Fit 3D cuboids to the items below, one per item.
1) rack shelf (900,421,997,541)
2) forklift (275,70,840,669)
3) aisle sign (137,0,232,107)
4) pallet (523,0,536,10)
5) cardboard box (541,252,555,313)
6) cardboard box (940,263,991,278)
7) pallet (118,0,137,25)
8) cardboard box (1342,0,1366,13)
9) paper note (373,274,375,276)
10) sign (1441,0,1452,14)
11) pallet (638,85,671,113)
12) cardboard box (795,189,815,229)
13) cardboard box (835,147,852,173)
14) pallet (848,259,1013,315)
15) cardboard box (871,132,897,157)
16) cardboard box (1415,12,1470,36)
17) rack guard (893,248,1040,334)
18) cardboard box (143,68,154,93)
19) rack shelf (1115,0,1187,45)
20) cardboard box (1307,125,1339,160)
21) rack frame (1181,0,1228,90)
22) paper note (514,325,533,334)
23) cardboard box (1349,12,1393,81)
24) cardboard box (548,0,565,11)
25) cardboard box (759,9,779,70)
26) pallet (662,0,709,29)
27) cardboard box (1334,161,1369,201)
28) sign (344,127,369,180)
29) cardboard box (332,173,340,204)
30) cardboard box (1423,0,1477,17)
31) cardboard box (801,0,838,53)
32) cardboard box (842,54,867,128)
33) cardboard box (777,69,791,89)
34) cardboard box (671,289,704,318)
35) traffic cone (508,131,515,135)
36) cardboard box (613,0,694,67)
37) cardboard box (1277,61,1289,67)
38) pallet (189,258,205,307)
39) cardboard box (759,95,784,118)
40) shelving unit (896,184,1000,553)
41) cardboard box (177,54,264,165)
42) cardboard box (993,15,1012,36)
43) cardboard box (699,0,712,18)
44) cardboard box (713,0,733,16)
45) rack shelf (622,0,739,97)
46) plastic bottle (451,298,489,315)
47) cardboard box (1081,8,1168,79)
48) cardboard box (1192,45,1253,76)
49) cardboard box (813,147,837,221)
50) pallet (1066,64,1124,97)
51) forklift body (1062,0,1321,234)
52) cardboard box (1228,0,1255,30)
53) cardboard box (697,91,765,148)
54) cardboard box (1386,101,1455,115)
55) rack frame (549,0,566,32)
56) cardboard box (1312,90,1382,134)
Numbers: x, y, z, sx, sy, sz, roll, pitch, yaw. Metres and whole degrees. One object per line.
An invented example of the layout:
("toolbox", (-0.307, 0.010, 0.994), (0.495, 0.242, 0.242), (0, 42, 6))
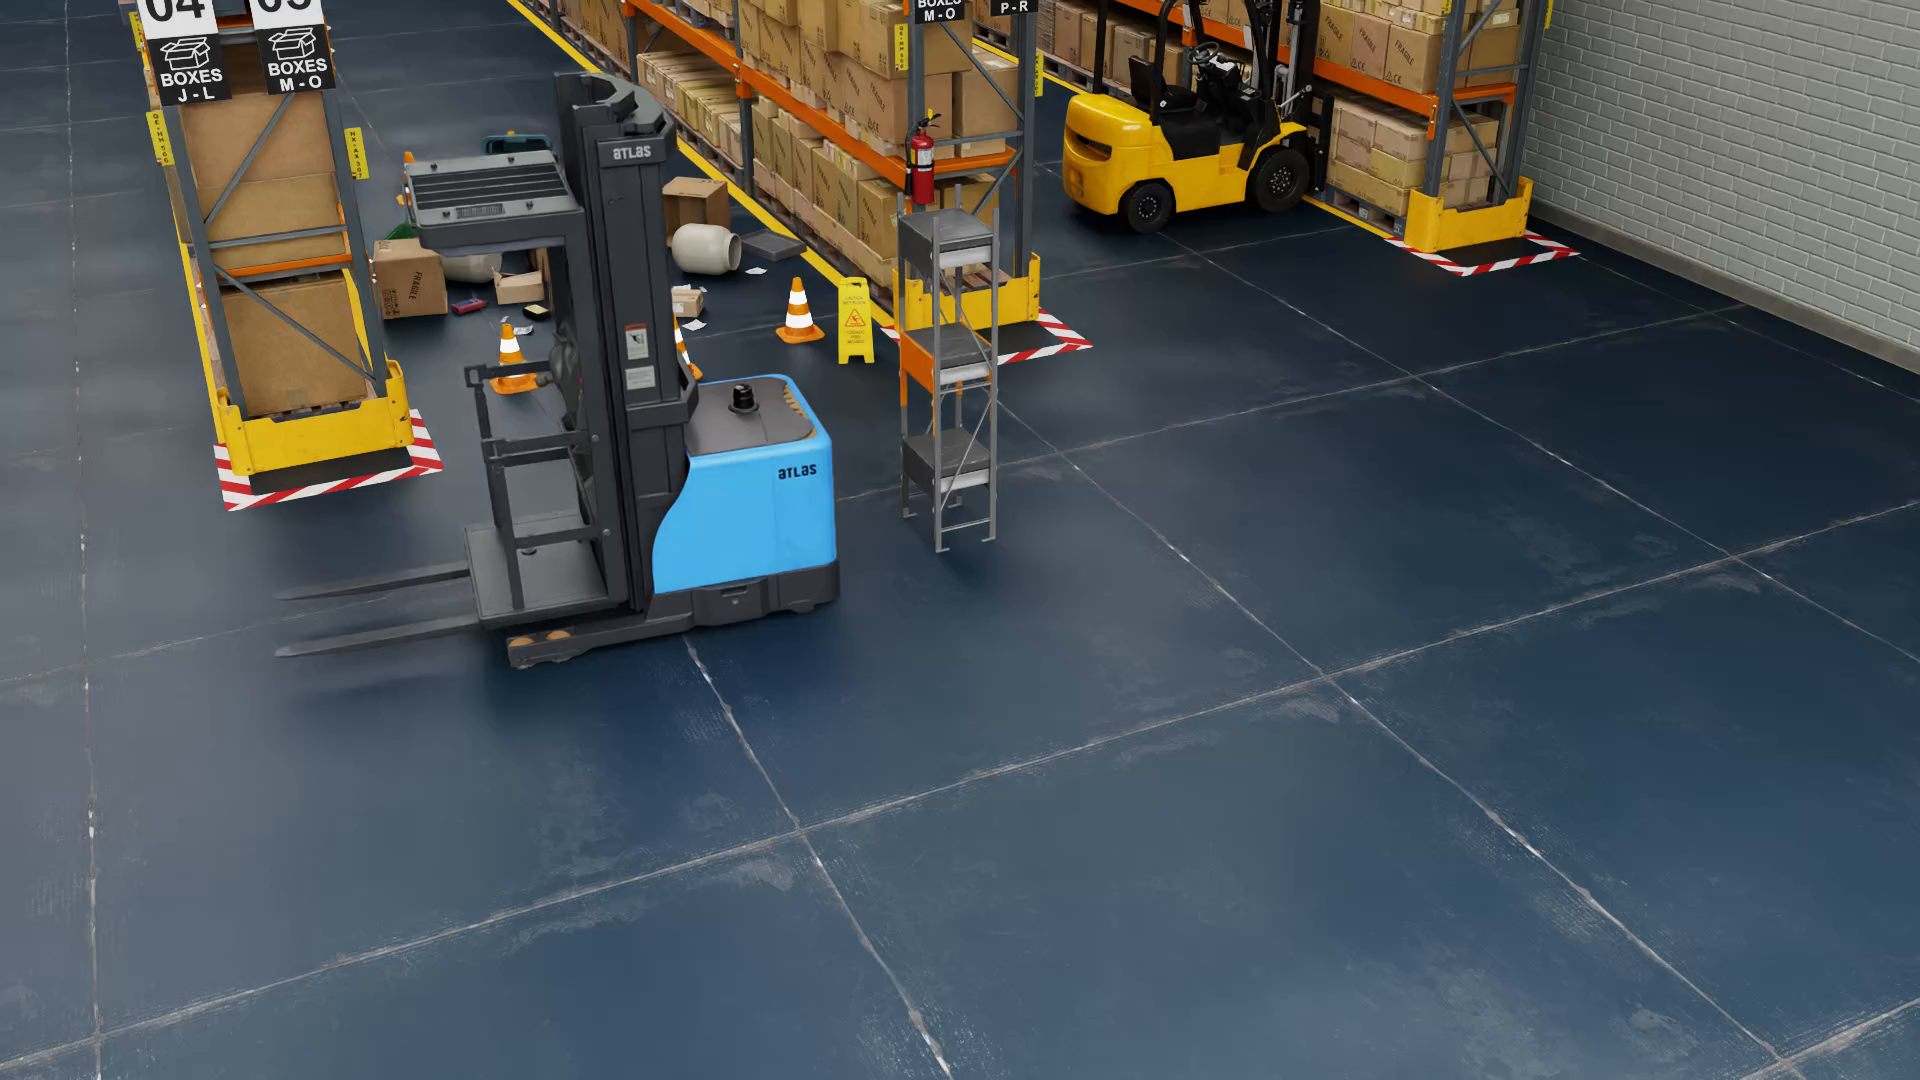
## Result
("rack shelf", (-0.071, -0.367, 10.189), (0.431, 0.518, 0.480), (-13, 32, -22))
("forklift", (-2.259, -0.875, 8.786), (3.031, 2.935, 1.130), (-10, 31, -17))
("aisle sign", (-4.579, -2.968, 9.791), (0.394, 0.787, 0.004), (-13, 32, -22))
("pallet", (-5.846, -7.989, 24.254), (1.003, 0.211, 1.213), (-13, 32, -22))
("cardboard box", (-2.952, -2.168, 13.575), (0.637, 0.503, 0.797), (13, 32, 21))
("cardboard box", (-0.007, -2.411, 13.837), (0.500, 0.250, 0.500), (-13, 32, -22))
("pallet", (-8.175, -5.671, 17.466), (1.213, 0.211, 1.003), (-13, 32, -22))
("cardboard box", (3.722, -4.931, 15.185), (0.380, 0.149, 0.250), (-14, 32, -24))
("paper note", (-4.949, -2.294, 14.282), (0.142, 0.020, 0.147), (13, 32, 21))
("sign", (4.074, -4.557, 13.857), (0.100, 0.325, 0.005), (-13, 32, -22))
("pallet", (-3.011, -4.985, 18.896), (1.003, 0.211, 1.213), (-13, 32, -22))
("cardboard box", (-1.149, -2.979, 14.850), (0.500, 0.250, 0.500), (-14, 32, -23))
("cardboard box", (-0.814, -3.165, 13.753), (0.380, 0.149, 0.250), (-13, 32, -21))
("pallet", (-0.260, -2.196, 13.923), (1.003, 0.211, 1.213), (-13, 32, -22))
("cardboard box", (-0.474, -3.112, 12.962), (0.380, 0.149, 0.250), (-13, 32, -23))
("cardboard box", (4.169, -4.477, 14.375), (0.380, 0.149, 0.250), (-13, 32, -21))
("rack guard", (0.056, -1.956, 13.200), (1.175, 0.500, 0.348), (-13, 32, -22))
("cardboard box", (-7.593, -4.376, 16.831), (1.050, 0.750, 0.750), (-14, 32, -23))
("rack shelf", (1.995, -6.393, 19.292), (1.077, 0.370, 4.000), (-13, 32, -22))
("cardboard box", (3.633, -3.855, 15.902), (0.500, 0.250, 0.500), (-14, 32, -23))
("rack frame", (2.853, -5.823, 17.541), (1.000, 3.000, 0.127), (-13, 32, -22))
("paper note", (-3.460, -1.664, 13.160), (0.144, 0.017, 0.142), (-3, 29, -5))
("cardboard box", (3.908, -4.493, 15.067), (0.500, 0.500, 0.500), (-12, 31, -20))
("cardboard box", (-5.235, -7.679, 23.040), (0.875, 0.438, 0.875), (-14, 32, -23))
("cardboard box", (-1.454, -4.483, 14.744), (0.500, 0.500, 0.500), (-13, 32, -22))
("pallet", (-2.459, -5.597, 17.333), (1.003, 0.211, 1.213), (-13, 32, -22))
("cardboard box", (3.878, -3.403, 15.607), (0.500, 0.250, 0.500), (-13, 32, -22))
("sign", (-3.834, -2.455, 10.567), (0.100, 0.325, 0.005), (-13, 32, -22))
("cardboard box", (-4.921, -2.660, 11.747), (0.875, 0.550, 0.550), (-13, 32, -22))
("cardboard box", (4.226, -4.627, 14.337), (0.380, 0.149, 0.250), (-13, 32, -22))
("cardboard box", (-0.850, -4.231, 13.272), (0.700, 0.500, 0.500), (-13, 32, -23))
("cardboard box", (-0.604, -3.590, 13.152), (0.500, 0.500, 0.500), (-13, 32, -22))
("cardboard box", (-1.411, -4.135, 14.787), (0.380, 0.149, 0.250), (-12, 31, -20))
("cardboard box", (-2.298, -1.924, 13.501), (0.380, 0.149, 0.250), (2, 29, 4))
("traffic cone", (-4.453, -3.845, 16.606), (0.336, 0.463, 0.334), (-13, 32, -22))
("cardboard box", (-3.567, -6.125, 19.823), (0.875, 0.875, 0.875), (-13, 32, -22))
("cardboard box", (3.470, -4.846, 17.157), (0.500, 0.250, 0.500), (-14, 32, -23))
("pallet", (-5.800, -2.127, 13.800), (1.003, 0.211, 1.213), (-13, 32, -22))
("cardboard box", (-1.619, -3.988, 15.220), (0.380, 0.149, 0.250), (-13, 32, -21))
("shelving unit", (-0.071, -0.989, 9.840), (0.431, 2.100, 0.503), (-13, 32, -22))
("cardboard box", (-4.782, -2.861, 11.000), (0.875, 0.550, 0.550), (-13, 32, -22))
("cardboard box", (0.760, -6.825, 21.453), (0.500, 0.500, 0.500), (-12, 31, -21))
("cardboard box", (-2.339, -5.249, 16.344), (0.380, 0.149, 0.250), (-14, 32, -23))
("cardboard box", (-2.034, -5.292, 15.757), (0.500, 0.500, 0.500), (-14, 32, -23))
("rack shelf", (-2.487, -5.349, 17.431), (1.077, 0.370, 4.000), (-13, 32, -22))
("plastic bottle", (-3.997, -1.917, 13.579), (0.133, 0.061, 0.283), (26, 38, 38))
("cardboard box", (1.968, -5.875, 19.632), (0.875, 0.625, 0.625), (-14, 32, -24))
("cardboard box", (2.778, -4.964, 17.368), (0.500, 0.250, 0.500), (-14, 32, -23))
("cardboard box", (-0.928, -3.077, 14.258), (0.500, 0.500, 0.500), (-14, 32, -23))
("pallet", (1.974, -5.464, 19.751), (1.003, 0.211, 1.213), (-13, 32, -22))
("forklift body", (2.109, -4.141, 15.408), (2.313, 2.155, 1.214), (-13, 32, -22))
("cardboard box", (3.047, -5.390, 16.665), (0.500, 0.500, 0.500), (-13, 32, -21))
("cardboard box", (-2.167, -4.364, 17.197), (0.950, 0.372, 0.625), (-11, 31, -19))
("cardboard box", (4.317, -3.948, 15.557), (0.500, 0.250, 0.500), (-13, 32, -22))
("rack frame", (-5.063, -8.313, 21.982), (1.000, 3.000, 0.127), (-13, 32, -22))
("cardboard box", (3.641, -4.059, 15.755), (0.500, 0.250, 0.500), (-13, 32, -21))
